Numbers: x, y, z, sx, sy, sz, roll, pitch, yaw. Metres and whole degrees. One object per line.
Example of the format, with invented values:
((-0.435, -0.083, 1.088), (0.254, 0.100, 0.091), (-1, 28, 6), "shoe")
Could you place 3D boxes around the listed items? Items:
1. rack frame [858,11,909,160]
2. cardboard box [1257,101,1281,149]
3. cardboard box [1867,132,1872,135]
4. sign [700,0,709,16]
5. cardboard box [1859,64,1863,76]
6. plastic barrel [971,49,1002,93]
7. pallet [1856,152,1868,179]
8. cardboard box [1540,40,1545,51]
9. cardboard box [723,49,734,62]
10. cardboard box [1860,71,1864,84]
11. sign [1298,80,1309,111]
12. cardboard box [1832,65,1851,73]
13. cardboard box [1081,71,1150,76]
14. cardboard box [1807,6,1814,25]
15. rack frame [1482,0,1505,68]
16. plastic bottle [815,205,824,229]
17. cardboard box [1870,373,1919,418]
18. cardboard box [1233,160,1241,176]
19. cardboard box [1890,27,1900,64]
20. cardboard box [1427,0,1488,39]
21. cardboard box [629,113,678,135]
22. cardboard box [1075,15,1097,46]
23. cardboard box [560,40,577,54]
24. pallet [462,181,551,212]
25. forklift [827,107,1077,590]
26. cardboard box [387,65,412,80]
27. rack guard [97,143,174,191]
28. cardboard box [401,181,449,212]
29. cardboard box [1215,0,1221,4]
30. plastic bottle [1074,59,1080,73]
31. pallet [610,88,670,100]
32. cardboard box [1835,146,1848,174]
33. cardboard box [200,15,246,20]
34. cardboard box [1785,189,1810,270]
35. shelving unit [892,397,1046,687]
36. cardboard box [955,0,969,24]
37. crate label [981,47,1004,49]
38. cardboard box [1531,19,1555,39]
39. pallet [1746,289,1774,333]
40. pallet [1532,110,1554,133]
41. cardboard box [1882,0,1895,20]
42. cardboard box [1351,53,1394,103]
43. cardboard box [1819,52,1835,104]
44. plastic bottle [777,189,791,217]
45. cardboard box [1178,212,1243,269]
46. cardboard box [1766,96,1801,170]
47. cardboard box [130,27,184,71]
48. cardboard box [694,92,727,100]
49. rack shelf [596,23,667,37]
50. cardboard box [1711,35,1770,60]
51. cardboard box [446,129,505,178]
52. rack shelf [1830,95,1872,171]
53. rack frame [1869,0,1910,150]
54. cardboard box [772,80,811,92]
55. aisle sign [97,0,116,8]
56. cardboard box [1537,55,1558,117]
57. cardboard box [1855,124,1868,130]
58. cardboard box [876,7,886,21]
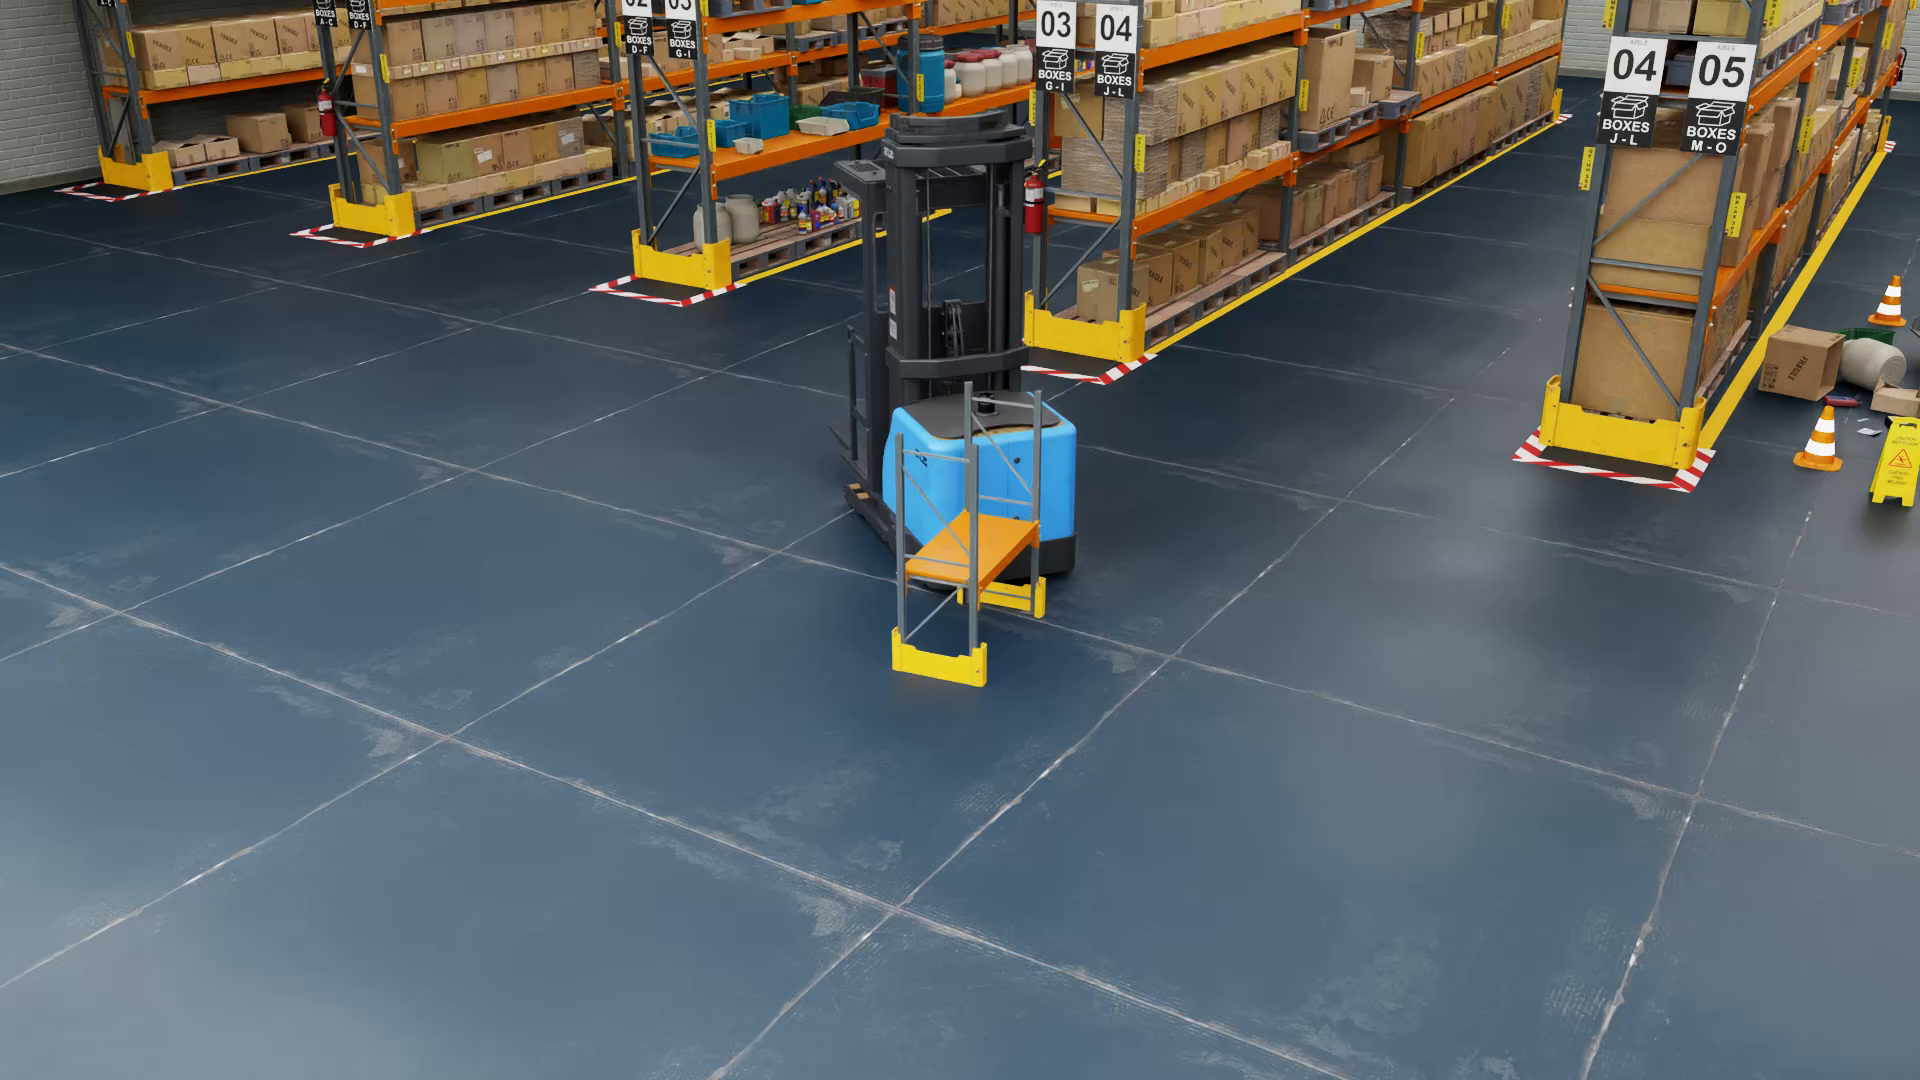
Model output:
((-0.951, -5.568, 20.837), (0.949, 2.616, 0.053), (14, 27, 29), "rack frame")
((2.964, -4.575, 18.041), (0.875, 0.500, 0.500), (14, 27, 29), "cardboard box")
((13.023, -5.855, 24.185), (0.380, 0.149, 0.250), (15, 28, 32), "cardboard box")
((-2.599, -5.483, 16.853), (0.100, 0.325, 0.005), (14, 27, 29), "sign")
((11.321, -6.024, 21.302), (0.380, 0.149, 0.250), (15, 28, 31), "cardboard box")
((0.352, -6.302, 22.361), (0.433, 0.535, 0.433), (0, 23, 0), "plastic barrel")
((12.601, -5.526, 24.248), (1.003, 0.211, 1.213), (14, 27, 29), "pallet")
((9.138, -7.932, 26.613), (0.380, 0.149, 0.250), (13, 27, 28), "cardboard box")
((-3.675, -7.401, 25.387), (0.380, 0.149, 0.250), (16, 28, 33), "cardboard box")
((11.593, -6.060, 21.760), (0.380, 0.149, 0.250), (13, 27, 28), "cardboard box")
((3.719, -4.817, 18.013), (0.100, 0.325, 0.005), (14, 27, 29), "sign")
((10.487, -5.628, 20.013), (0.380, 0.149, 0.250), (15, 28, 31), "cardboard box")
((1.483, -4.230, 15.986), (0.500, 0.500, 0.500), (14, 27, 29), "cardboard box")
((7.091, -4.509, 14.275), (0.380, 0.149, 0.250), (14, 27, 29), "cardboard box")
((7.474, -7.231, 24.678), (1.000, 3.000, 0.127), (14, 27, 29), "rack frame")
((-1.662, -3.831, 19.705), (0.097, 0.271, 0.097), (0, 23, 0), "plastic bottle")
((8.072, -1.237, 14.273), (0.396, 0.266, 0.258), (20, 30, 38), "cardboard box")
((2.689, -3.870, 17.231), (0.380, 0.149, 0.250), (14, 27, 29), "cardboard box")
((13.191, -7.139, 23.964), (0.500, 0.500, 0.500), (14, 27, 29), "cardboard box")
((7.144, -7.520, 23.957), (0.797, 0.503, 0.637), (13, 27, 28), "cardboard box")
((-4.462, -6.052, 24.180), (0.500, 0.311, 0.500), (14, 27, 28), "cardboard box")
((1.182, -4.705, 15.256), (0.500, 0.250, 0.500), (15, 27, 30), "cardboard box")
((-5.390, -6.643, 22.378), (0.380, 0.149, 0.250), (13, 27, 27), "cardboard box")
((-6.258, -4.656, 22.239), (1.003, 0.211, 1.213), (14, 27, 29), "pallet")
((-0.220, -1.577, 11.704), (1.130, 2.935, 3.031), (-8, 25, -19), "forklift")
((-6.880, -5.689, 20.174), (0.380, 0.149, 0.250), (14, 27, 29), "cardboard box")
((-11.440, -5.174, 23.072), (1.175, 0.500, 0.348), (14, 27, 29), "rack guard")
((-6.798, -4.324, 20.894), (0.500, 0.250, 0.500), (14, 27, 29), "cardboard box")
((2.293, -5.242, 15.995), (0.380, 0.149, 0.250), (14, 27, 28), "cardboard box")
((1.659, -6.941, 24.163), (0.152, 0.276, 0.135), (14, 27, 29), "plastic bottle")
((-6.136, -8.376, 30.833), (1.003, 0.211, 1.213), (14, 27, 29), "pallet")
((10.633, -4.715, 20.540), (0.500, 0.250, 0.500), (14, 27, 29), "cardboard box")
((-10.604, -7.297, 24.049), (0.500, 0.500, 0.500), (14, 27, 30), "cardboard box")
((8.668, -3.486, 18.329), (1.050, 0.750, 0.750), (14, 27, 30), "cardboard box")
((0.070, -0.065, 10.013), (0.587, 1.500, 1.083), (10, 25, 21), "shelving unit")
((-0.172, -9.643, 30.123), (0.500, 0.500, 0.500), (14, 27, 30), "cardboard box")
((0.402, -6.657, 23.307), (0.502, 0.435, 0.616), (14, 27, 29), "crate label")
((9.286, -8.259, 26.866), (0.500, 0.250, 0.500), (13, 27, 28), "cardboard box")
((7.757, -2.454, 17.154), (1.003, 0.211, 1.213), (14, 27, 29), "pallet")
((9.229, -7.015, 27.690), (1.003, 0.211, 1.213), (14, 27, 29), "pallet")
((12.340, -7.078, 22.566), (0.500, 0.500, 0.500), (13, 27, 27), "cardboard box")
((4.904, -5.720, 20.533), (0.700, 0.500, 0.500), (19, 30, 37), "cardboard box")
((9.279, -5.163, 18.516), (0.700, 0.500, 0.500), (14, 27, 29), "cardboard box")
((-2.154, -4.100, 20.226), (0.144, 0.351, 0.185), (15, 28, 31), "plastic bottle")
((2.713, -3.255, 18.112), (0.500, 0.500, 0.500), (-18, 29, -36), "cardboard box")
((6.999, -3.695, 14.961), (0.875, 0.550, 0.550), (14, 27, 29), "cardboard box")
((-10.973, -6.678, 22.620), (0.500, 0.500, 0.500), (14, 27, 29), "cardboard box")
((-3.846, -6.852, 26.030), (0.500, 0.311, 0.500), (13, 27, 28), "cardboard box")
((-6.206, -9.340, 30.455), (1.077, 0.370, 4.000), (14, 27, 29), "rack shelf")
((5.758, -3.656, 12.306), (0.380, 0.149, 0.250), (14, 27, 29), "cardboard box")
((-6.283, -5.008, 21.532), (0.500, 0.500, 0.500), (14, 27, 29), "cardboard box")
((10.579, -5.153, 20.782), (1.077, 0.370, 4.000), (14, 27, 29), "rack shelf")
((13.744, -7.508, 25.317), (1.000, 3.000, 0.127), (14, 27, 29), "rack frame")
((-2.756, -7.378, 27.610), (0.500, 0.500, 0.500), (15, 28, 31), "cardboard box")
((-11.264, -7.401, 21.798), (0.394, 0.787, 0.004), (14, 27, 29), "aisle sign")
((9.314, -7.566, 27.598), (0.875, 0.875, 0.875), (14, 27, 29), "cardboard box")
((12.838, -5.910, 23.938), (0.380, 0.149, 0.250), (14, 27, 29), "cardboard box")
((-1.689, -9.189, 28.546), (0.700, 0.500, 0.500), (19, 30, 37), "cardboard box")
